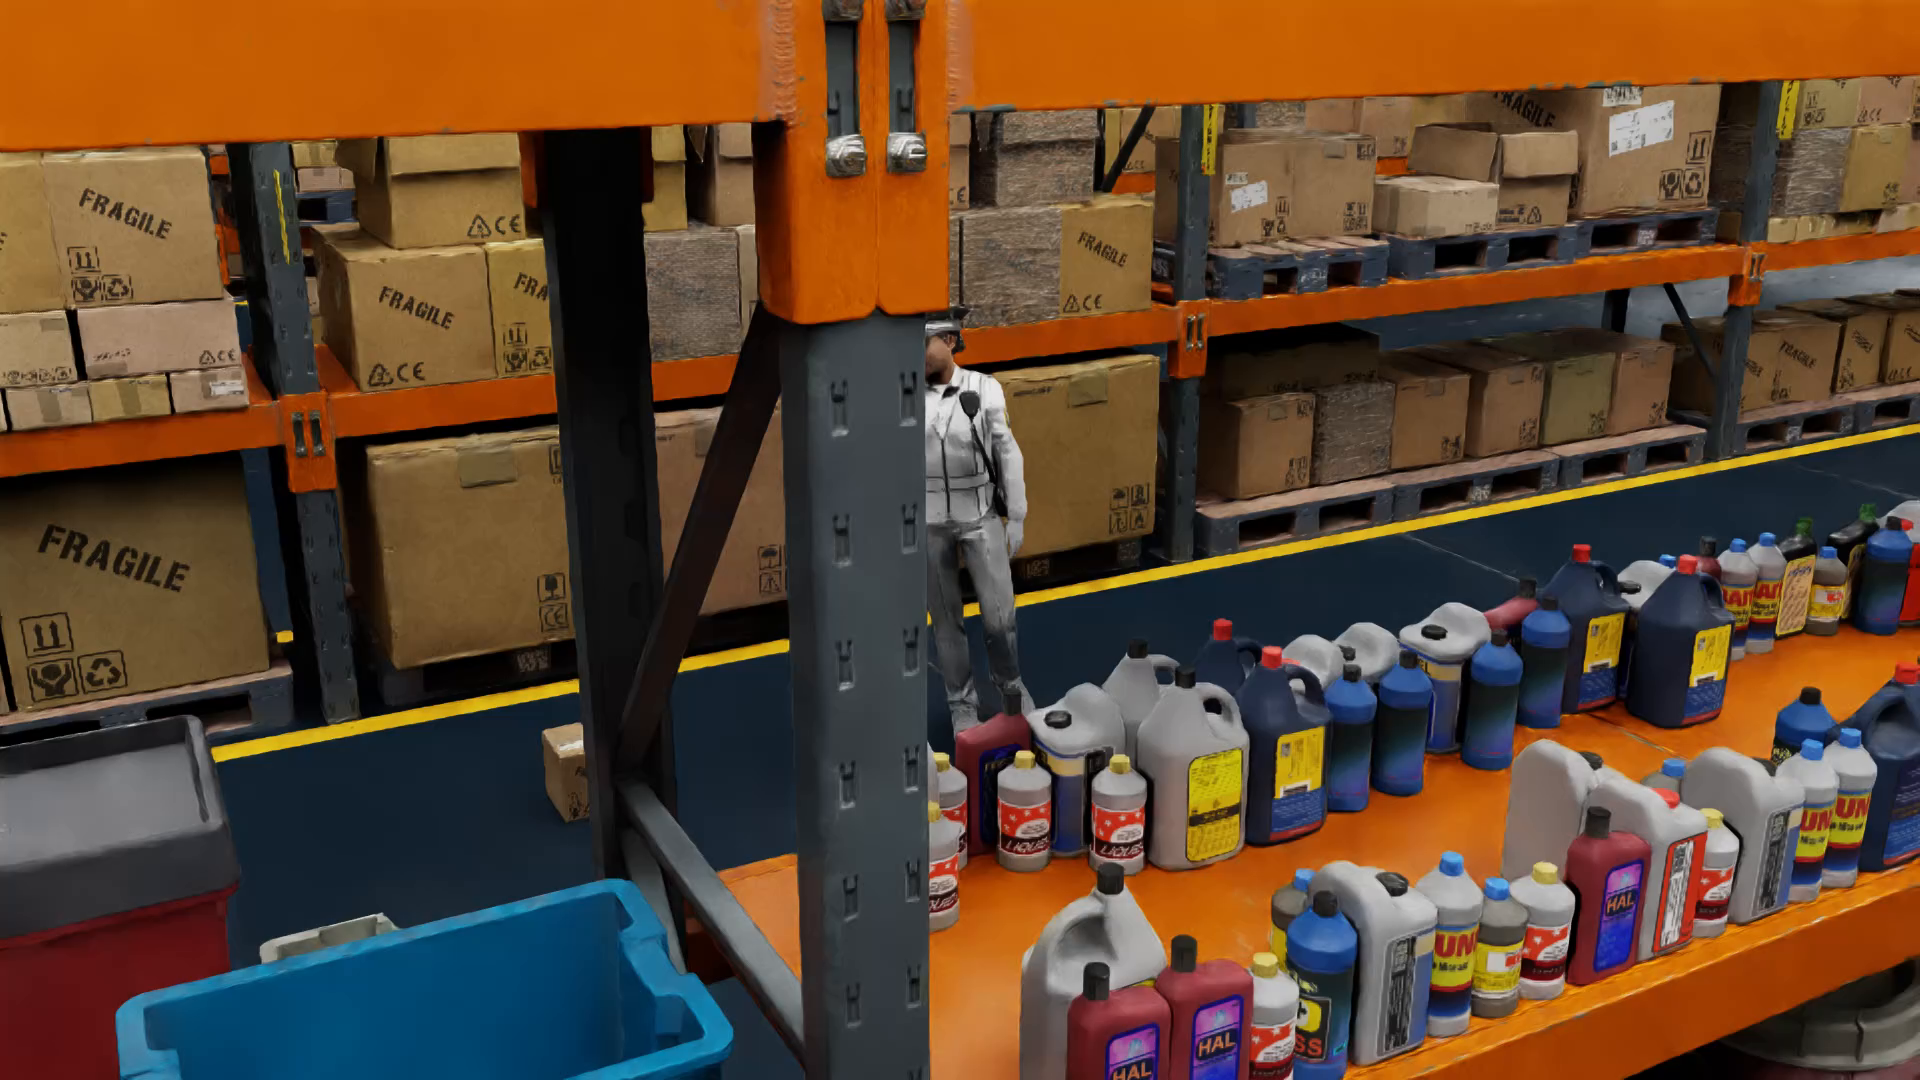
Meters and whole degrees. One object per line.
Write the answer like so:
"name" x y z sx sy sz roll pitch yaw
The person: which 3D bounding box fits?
"person" 0.016 -0.050 6.185 0.568 1.675 0.405 2 19 5
